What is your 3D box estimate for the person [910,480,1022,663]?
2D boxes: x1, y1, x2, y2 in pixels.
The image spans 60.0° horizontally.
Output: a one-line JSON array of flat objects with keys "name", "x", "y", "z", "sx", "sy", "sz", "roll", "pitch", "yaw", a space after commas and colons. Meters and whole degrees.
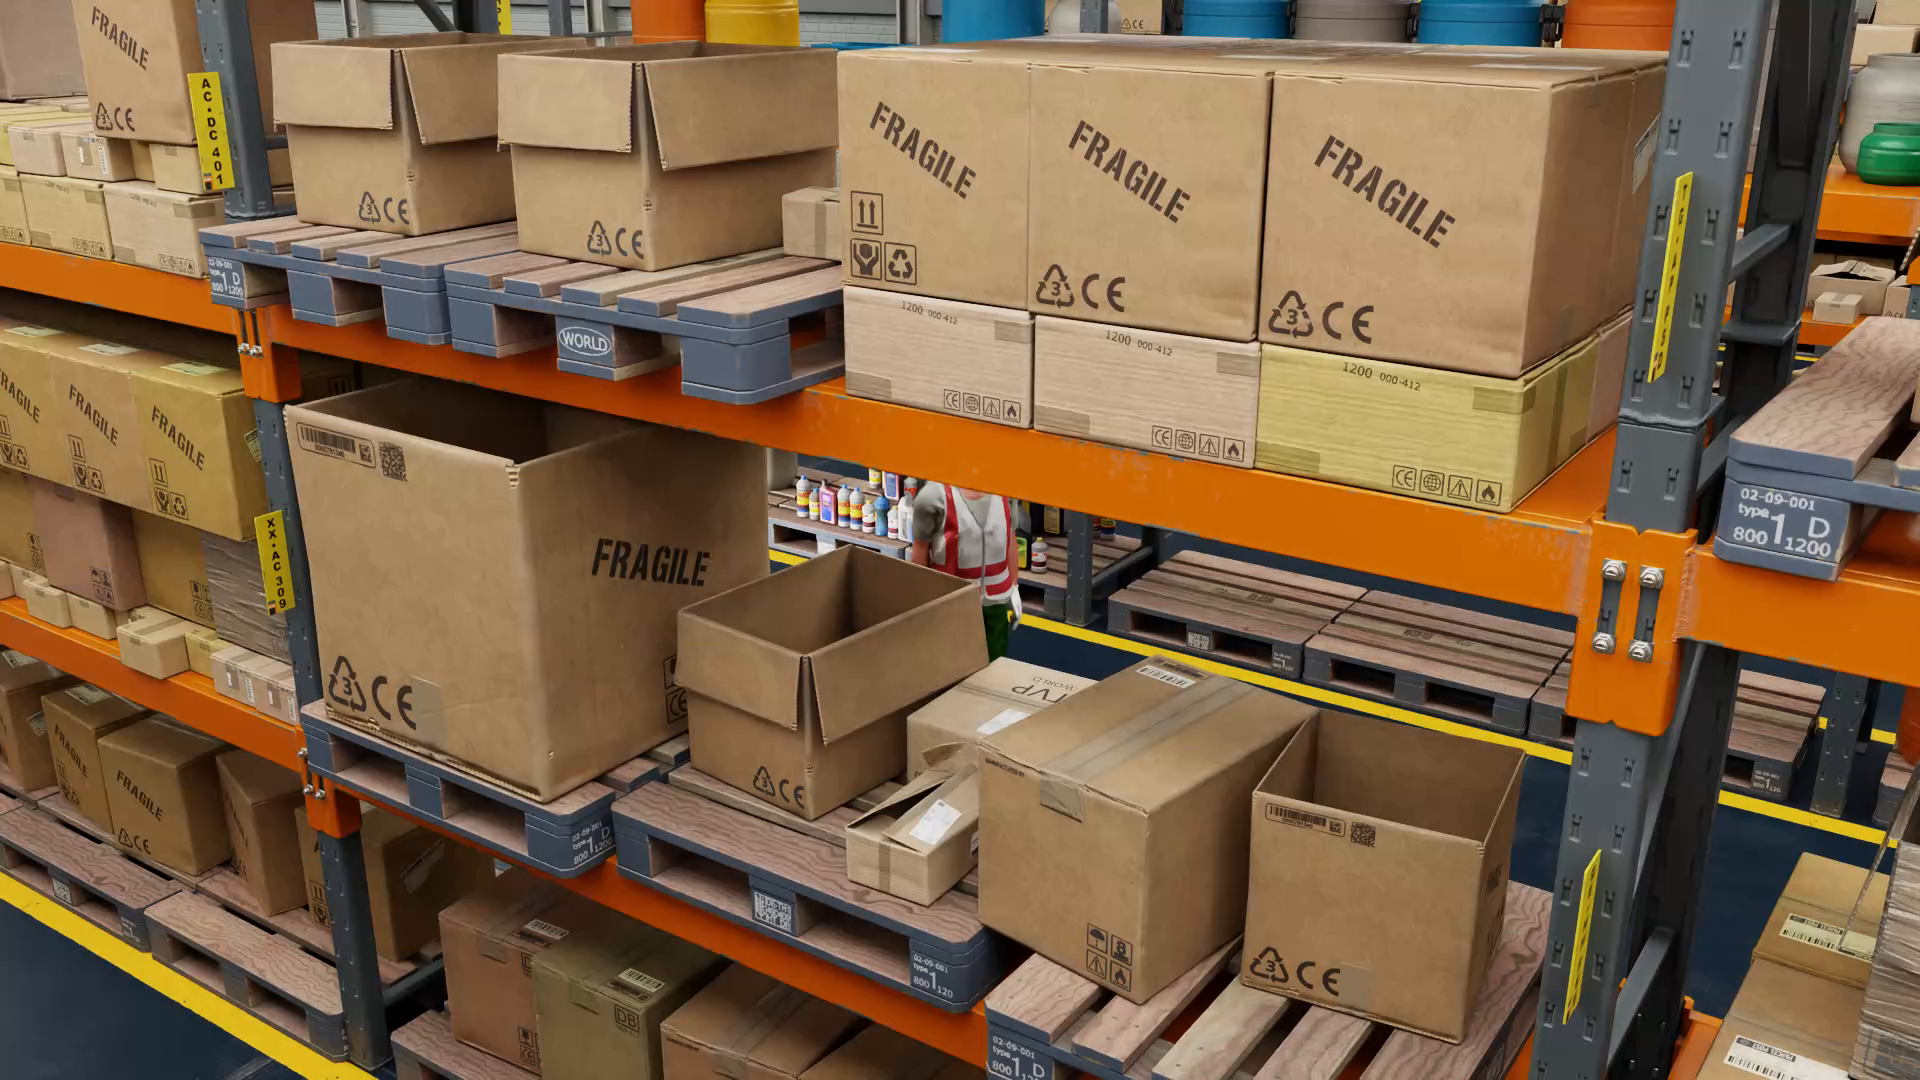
[{"name": "person", "x": 0.079, "y": 0.314, "z": 7.647, "sx": 0.565, "sy": 1.781, "sz": 0.727, "roll": -10, "pitch": 22, "yaw": -25}]
